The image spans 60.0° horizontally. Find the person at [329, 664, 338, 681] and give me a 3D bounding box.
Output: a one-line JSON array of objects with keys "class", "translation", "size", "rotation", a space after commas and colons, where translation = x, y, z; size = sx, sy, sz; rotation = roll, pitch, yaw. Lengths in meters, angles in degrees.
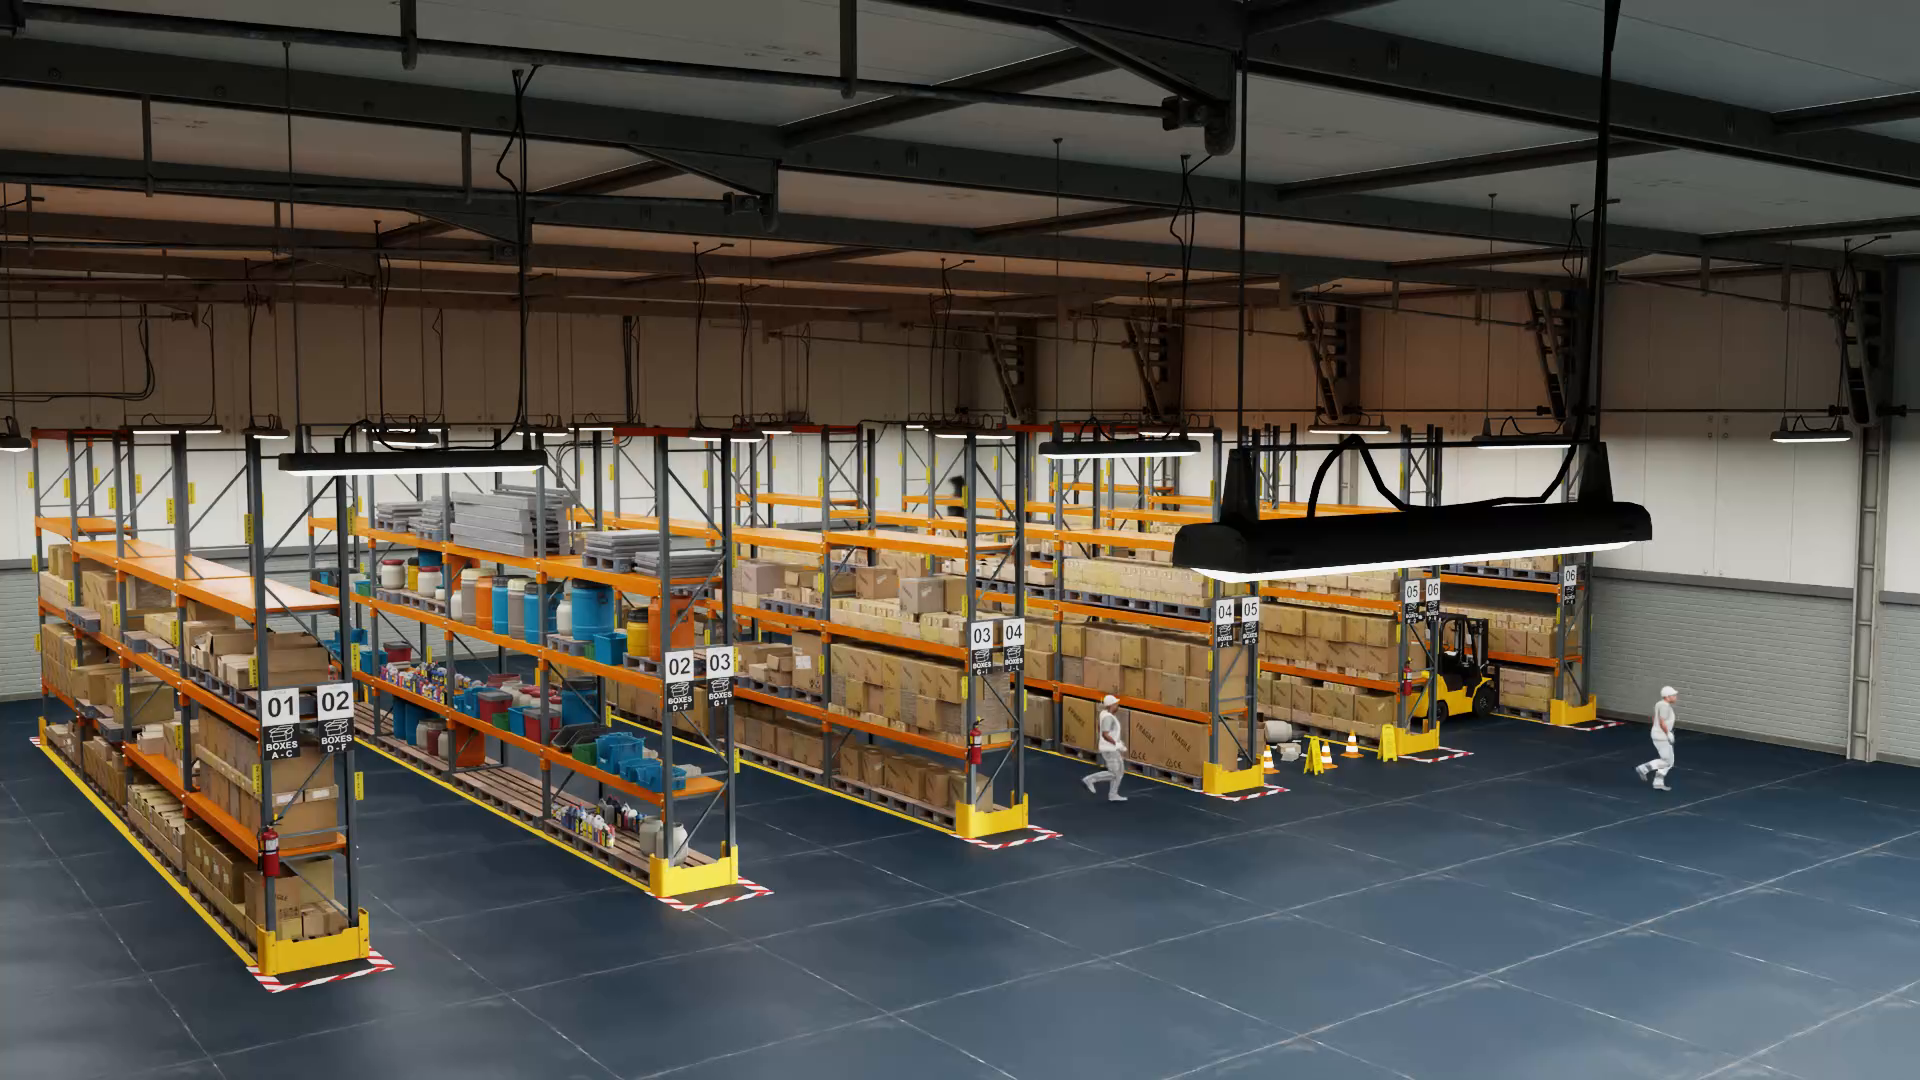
[{"class": "person", "translation": [-12.117, 2.971, 31.624], "size": [0.620, 1.724, 0.972], "rotation": [-2, 5, -19]}]

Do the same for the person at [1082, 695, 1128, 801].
[{"class": "person", "translation": [2.361, 3.364, 26.858], "size": [0.711, 1.736, 0.693], "rotation": [0, 4, 3]}]

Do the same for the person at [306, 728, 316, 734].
[{"class": "person", "translation": [-12.003, 3.122, 30.527], "size": [0.818, 1.645, 0.757], "rotation": [2, 5, 24]}]

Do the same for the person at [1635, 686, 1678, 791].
[{"class": "person", "translation": [11.620, 3.299, 27.736], "size": [0.629, 1.737, 0.652], "rotation": [2, 5, 21]}]
